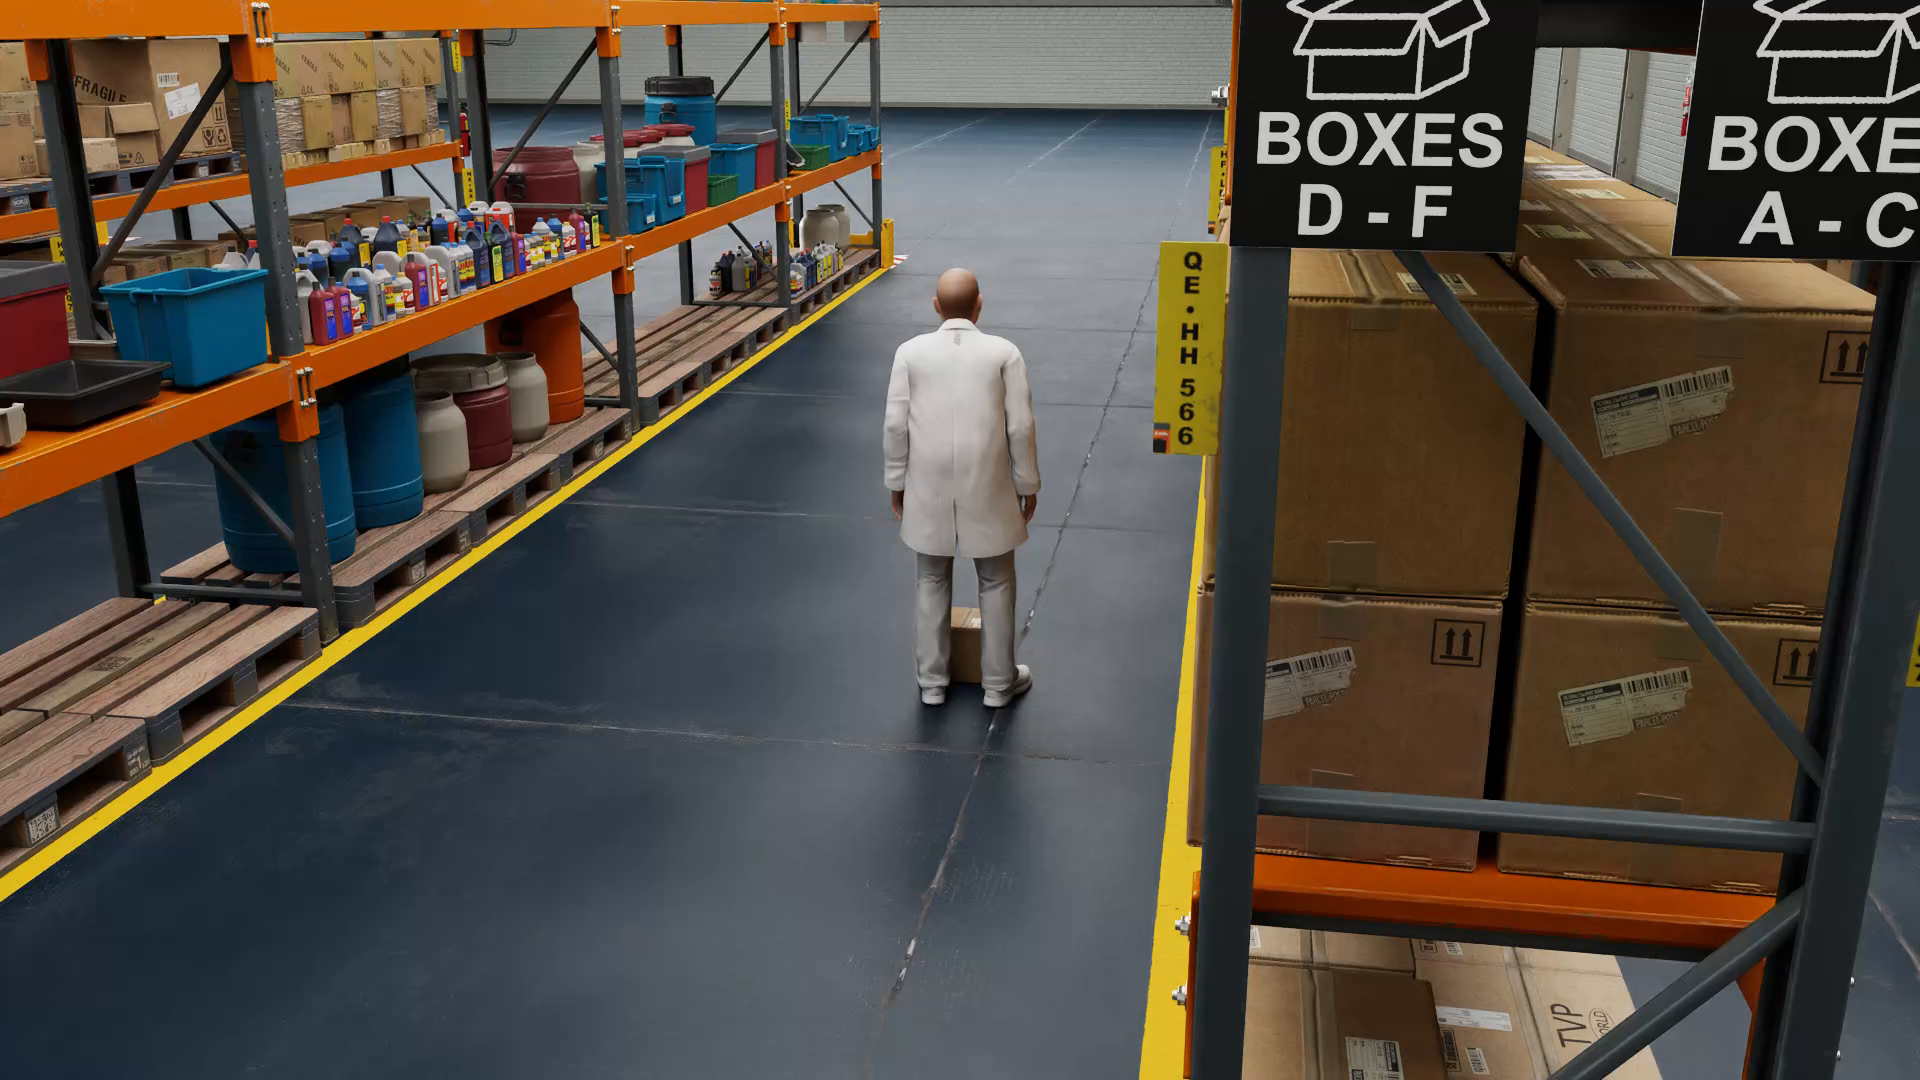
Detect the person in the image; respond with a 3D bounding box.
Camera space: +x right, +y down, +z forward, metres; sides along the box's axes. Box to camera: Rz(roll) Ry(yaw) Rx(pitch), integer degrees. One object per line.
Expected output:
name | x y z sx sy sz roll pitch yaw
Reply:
person | 0.008 -0.200 6.708 0.640 1.773 0.424 2 18 8
